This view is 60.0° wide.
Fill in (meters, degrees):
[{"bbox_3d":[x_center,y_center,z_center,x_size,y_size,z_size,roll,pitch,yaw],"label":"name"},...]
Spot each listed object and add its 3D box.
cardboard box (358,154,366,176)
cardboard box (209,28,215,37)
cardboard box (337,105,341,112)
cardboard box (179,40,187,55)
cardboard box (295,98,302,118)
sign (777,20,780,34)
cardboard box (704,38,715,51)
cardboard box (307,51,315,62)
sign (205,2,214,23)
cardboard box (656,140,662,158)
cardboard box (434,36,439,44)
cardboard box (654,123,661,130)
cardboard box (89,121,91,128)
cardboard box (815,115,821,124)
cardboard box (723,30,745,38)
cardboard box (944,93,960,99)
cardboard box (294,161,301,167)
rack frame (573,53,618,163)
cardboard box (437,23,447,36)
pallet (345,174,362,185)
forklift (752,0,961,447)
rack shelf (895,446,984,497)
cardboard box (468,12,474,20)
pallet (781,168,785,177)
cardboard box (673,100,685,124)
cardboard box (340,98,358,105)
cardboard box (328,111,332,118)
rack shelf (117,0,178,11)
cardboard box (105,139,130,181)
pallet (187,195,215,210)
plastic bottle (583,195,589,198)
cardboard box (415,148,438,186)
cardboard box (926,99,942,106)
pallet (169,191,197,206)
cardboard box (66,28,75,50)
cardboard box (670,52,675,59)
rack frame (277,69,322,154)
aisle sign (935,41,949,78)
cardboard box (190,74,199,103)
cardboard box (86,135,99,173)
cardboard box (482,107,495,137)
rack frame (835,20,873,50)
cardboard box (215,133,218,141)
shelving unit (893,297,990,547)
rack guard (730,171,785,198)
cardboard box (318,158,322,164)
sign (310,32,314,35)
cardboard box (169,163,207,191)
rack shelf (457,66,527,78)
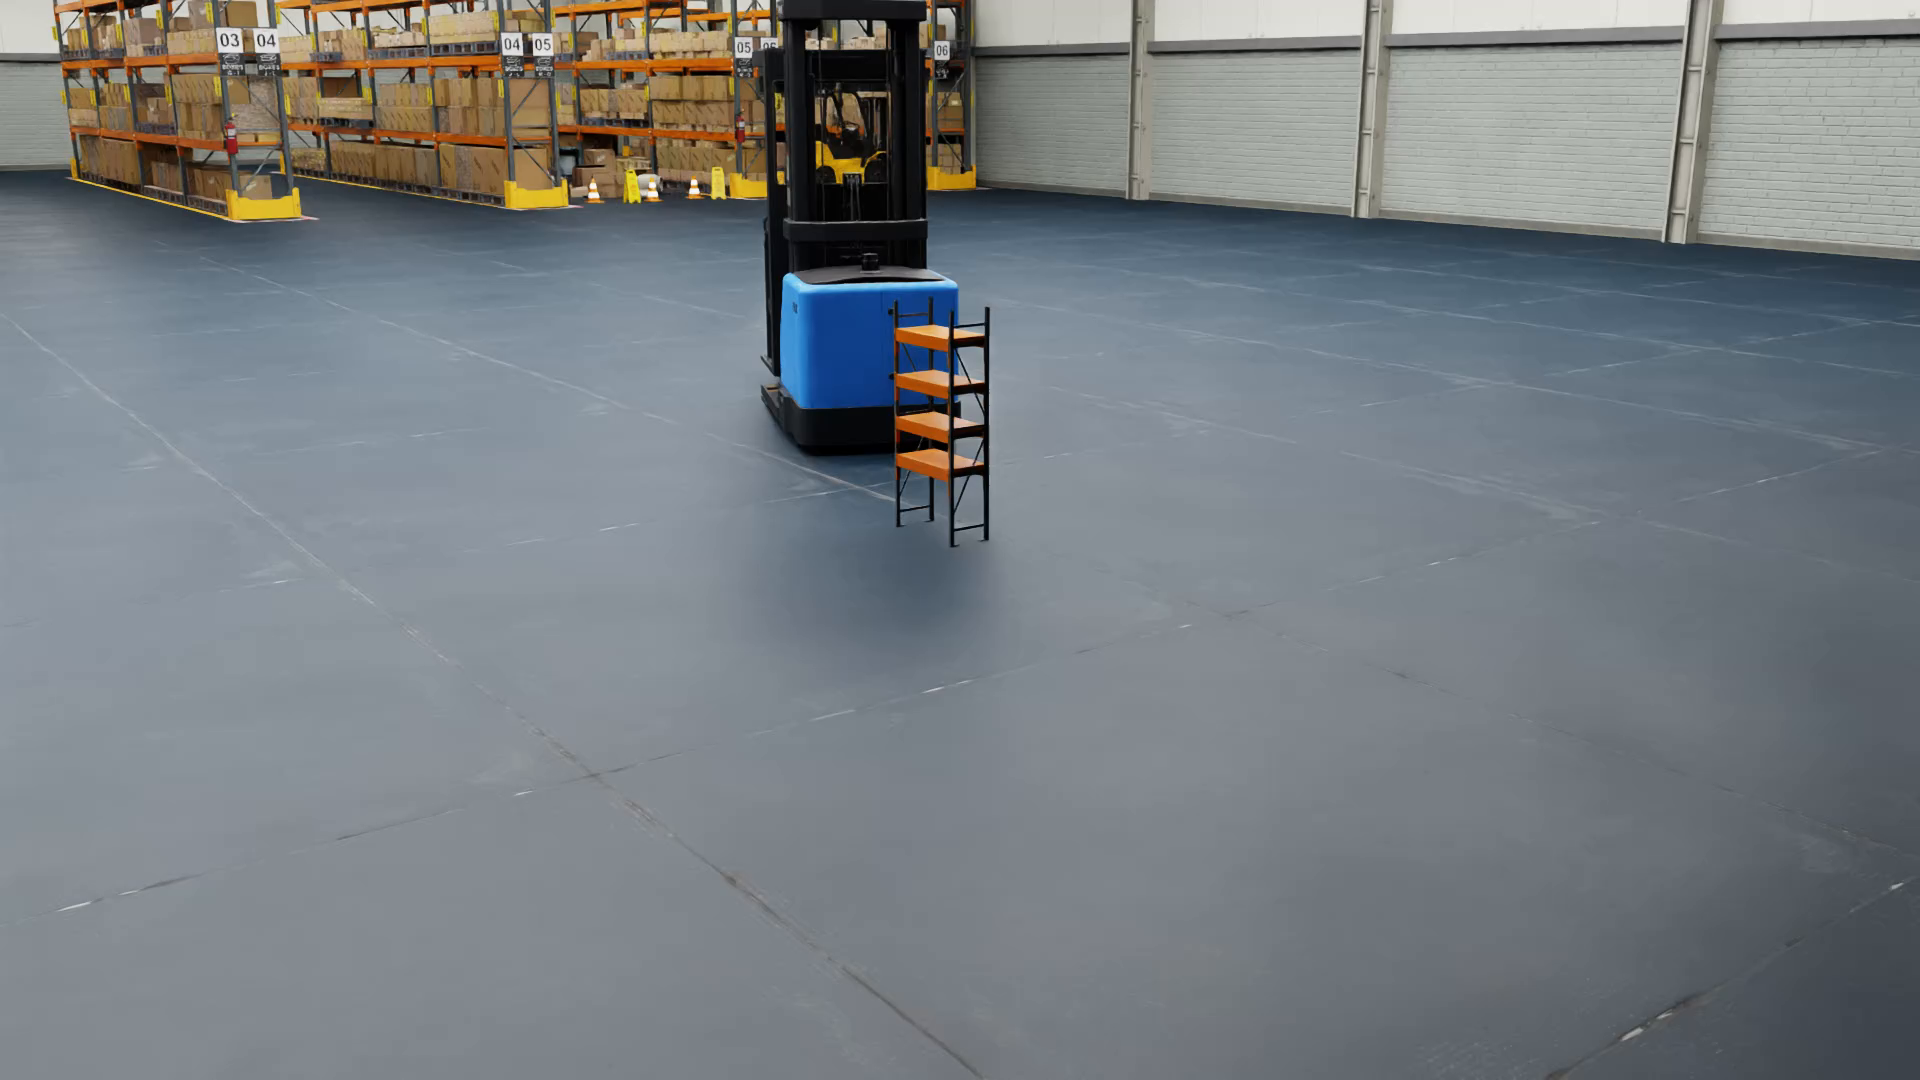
[{"bbox_3d":[-13.759,-8.788,38.942,0.500,0.500,0.500,-10,18,-32],"label":"cardboard box"},{"bbox_3d":[-12.642,-8.701,28.530,0.380,0.149,0.250,-11,19,-35],"label":"cardboard box"},{"bbox_3d":[-14.430,-10.169,39.167,0.380,0.149,0.250,-11,19,-36],"label":"cardboard box"},{"bbox_3d":[-13.922,-8.996,30.364,0.500,0.250,0.500,-12,19,-37],"label":"cardboard box"},{"bbox_3d":[-16.604,-11.016,42.390,0.500,0.500,0.500,-11,19,-36],"label":"cardboard box"},{"bbox_3d":[-3.772,-10.614,34.336,0.100,0.325,0.005,-11,19,-35],"label":"sign"},{"bbox_3d":[-5.013,-10.356,34.771,0.500,0.250,0.500,-11,19,-35],"label":"cardboard box"},{"bbox_3d":[-15.718,-11.871,40.869,0.500,0.250,0.500,-10,18,-33],"label":"cardboard box"},{"bbox_3d":[-12.687,-8.915,28.107,0.100,0.325,0.005,-11,19,-35],"label":"sign"},{"bbox_3d":[-8.621,-11.384,48.426,0.500,0.500,0.500,-10,18,-34],"label":"cardboard box"},{"bbox_3d":[-10.414,-10.116,33.665,0.380,0.149,0.250,-11,19,-34],"label":"cardboard box"},{"bbox_3d":[-6.637,-9.277,37.266,0.380,0.149,0.250,-11,19,-35],"label":"cardboard box"},{"bbox_3d":[-20.180,-9.743,38.969,0.380,0.149,0.250,-10,18,-34],"label":"cardboard box"},{"bbox_3d":[-3.358,-10.388,41.132,0.500,0.250,0.500,-11,19,-35],"label":"cardboard box"},{"bbox_3d":[-4.648,-10.398,34.168,0.380,0.149,0.250,-11,19,-34],"label":"cardboard box"},{"bbox_3d":[-0.222,-10.042,37.602,0.380,0.149,0.250,-11,19,-36],"label":"cardboard box"},{"bbox_3d":[-17.080,-9.787,43.258,0.380,0.149,0.250,-11,19,-34],"label":"cardboard box"},{"bbox_3d":[-8.914,-10.370,40.781,1.000,3.000,0.127,-11,19,-35],"label":"rack frame"},{"bbox_3d":[-10.148,-10.239,33.357,0.500,0.250,0.500,-11,19,-35],"label":"cardboard box"},{"bbox_3d":[-14.030,-8.662,39.824,1.003,0.211,1.213,-11,19,-35],"label":"pallet"},{"bbox_3d":[-0.829,-2.347,11.598,1.130,2.935,3.031,-4,16,-13],"label":"forklift"},{"bbox_3d":[-0.097,-0.358,8.617,0.258,0.148,0.480,-11,19,-35],"label":"rack shelf"},{"bbox_3d":[-9.223,-10.068,31.979,0.380,0.149,0.250,-11,19,-34],"label":"cardboard box"},{"bbox_3d":[-4.449,-9.614,43.302,1.003,0.211,1.213,-11,19,-35],"label":"pallet"},{"bbox_3d":[-5.930,-9.357,36.329,0.500,0.500,0.500,-11,19,-35],"label":"cardboard box"},{"bbox_3d":[-14.276,-10.258,38.926,0.380,0.149,0.250,-10,18,-32],"label":"cardboard box"},{"bbox_3d":[-14.893,-10.194,39.818,0.380,0.149,0.250,-11,19,-34],"label":"cardboard box"},{"bbox_3d":[-15.754,-10.758,32.956,1.077,0.370,4.000,-11,19,-35],"label":"rack shelf"},{"bbox_3d":[-18.364,-8.539,37.322,1.225,0.875,0.875,-12,19,-36],"label":"cardboard box"},{"bbox_3d":[-14.155,-6.494,31.904,1.003,0.211,1.213,-11,19,-35],"label":"pallet"},{"bbox_3d":[-7.728,-7.135,34.528,0.283,0.061,0.133,10,18,33],"label":"plastic bottle"},{"bbox_3d":[-10.945,-7.962,35.449,1.050,0.750,0.750,-11,19,-35],"label":"cardboard box"},{"bbox_3d":[-0.628,-9.824,37.370,0.380,0.149,0.250,-11,19,-34],"label":"cardboard box"},{"bbox_3d":[-15.037,-6.798,33.015,1.003,0.211,1.213,-11,19,-35],"label":"pallet"},{"bbox_3d":[-21.052,-12.044,40.042,0.700,0.500,0.500,-12,19,-37],"label":"cardboard box"},{"bbox_3d":[-6.119,-10.576,36.330,0.380,0.149,0.250,-10,18,-33],"label":"cardboard box"},{"bbox_3d":[-17.563,-11.288,44.136,1.000,3.000,0.127,-11,19,-35],"label":"rack frame"},{"bbox_3d":[-0.397,-10.627,36.796,0.394,0.787,0.004,-11,19,-35],"label":"aisle sign"},{"bbox_3d":[-13.628,-8.197,30.197,0.500,0.500,0.500,-11,19,-35],"label":"cardboard box"},{"bbox_3d":[-20.658,-9.399,40.463,0.875,0.875,0.875,-11,19,-35],"label":"cardboard box"},{"bbox_3d":[-8.751,-8.130,32.314,0.875,0.550,0.550,-11,19,-35],"label":"cardboard box"},{"bbox_3d":[-2.550,-13.180,39.686,1.000,3.000,0.127,-11,19,-35],"label":"rack frame"},{"bbox_3d":[-13.031,-7.185,29.623,0.380,0.149,0.250,-11,19,-35],"label":"cardboard box"},{"bbox_3d":[-0.097,-0.614,8.547,0.258,1.200,0.503,-11,19,-35],"label":"shelving unit"},{"bbox_3d":[-4.255,-7.472,34.929,1.175,0.500,0.348,-11,19,-35],"label":"rack guard"},{"bbox_3d":[-15.822,-9.479,41.567,0.380,0.149,0.250,-12,19,-37],"label":"cardboard box"},{"bbox_3d":[-17.102,-13.244,43.923,0.100,0.325,0.005,-11,19,-35],"label":"sign"},{"bbox_3d":[-15.517,-7.342,33.622,0.700,0.500,0.500,-13,20,-39],"label":"cardboard box"},{"bbox_3d":[-12.442,-12.751,45.161,1.077,0.370,4.000,-11,19,-35],"label":"rack shelf"}]
